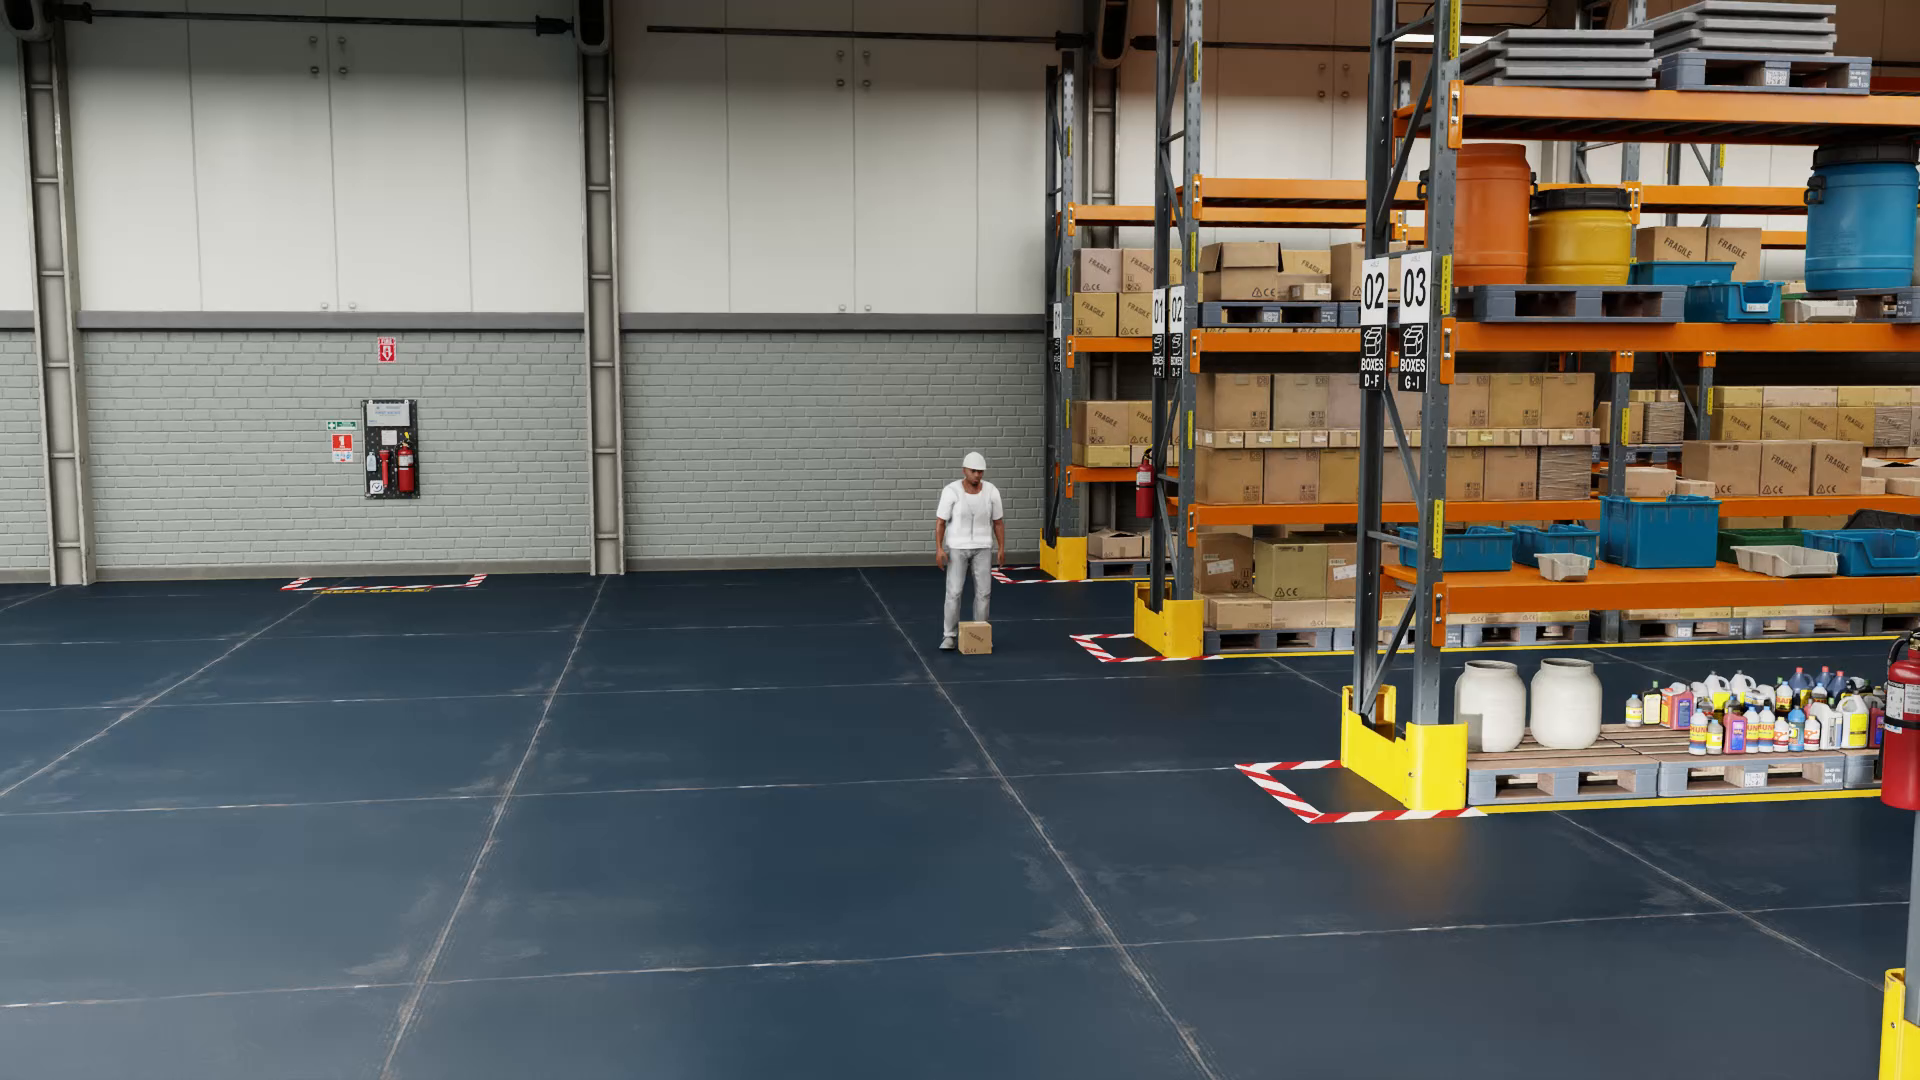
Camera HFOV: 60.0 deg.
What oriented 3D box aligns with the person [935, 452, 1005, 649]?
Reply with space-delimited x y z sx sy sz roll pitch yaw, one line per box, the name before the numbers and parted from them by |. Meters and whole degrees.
person | 0.094 0.090 14.837 0.638 1.761 0.457 -1 7 -11
